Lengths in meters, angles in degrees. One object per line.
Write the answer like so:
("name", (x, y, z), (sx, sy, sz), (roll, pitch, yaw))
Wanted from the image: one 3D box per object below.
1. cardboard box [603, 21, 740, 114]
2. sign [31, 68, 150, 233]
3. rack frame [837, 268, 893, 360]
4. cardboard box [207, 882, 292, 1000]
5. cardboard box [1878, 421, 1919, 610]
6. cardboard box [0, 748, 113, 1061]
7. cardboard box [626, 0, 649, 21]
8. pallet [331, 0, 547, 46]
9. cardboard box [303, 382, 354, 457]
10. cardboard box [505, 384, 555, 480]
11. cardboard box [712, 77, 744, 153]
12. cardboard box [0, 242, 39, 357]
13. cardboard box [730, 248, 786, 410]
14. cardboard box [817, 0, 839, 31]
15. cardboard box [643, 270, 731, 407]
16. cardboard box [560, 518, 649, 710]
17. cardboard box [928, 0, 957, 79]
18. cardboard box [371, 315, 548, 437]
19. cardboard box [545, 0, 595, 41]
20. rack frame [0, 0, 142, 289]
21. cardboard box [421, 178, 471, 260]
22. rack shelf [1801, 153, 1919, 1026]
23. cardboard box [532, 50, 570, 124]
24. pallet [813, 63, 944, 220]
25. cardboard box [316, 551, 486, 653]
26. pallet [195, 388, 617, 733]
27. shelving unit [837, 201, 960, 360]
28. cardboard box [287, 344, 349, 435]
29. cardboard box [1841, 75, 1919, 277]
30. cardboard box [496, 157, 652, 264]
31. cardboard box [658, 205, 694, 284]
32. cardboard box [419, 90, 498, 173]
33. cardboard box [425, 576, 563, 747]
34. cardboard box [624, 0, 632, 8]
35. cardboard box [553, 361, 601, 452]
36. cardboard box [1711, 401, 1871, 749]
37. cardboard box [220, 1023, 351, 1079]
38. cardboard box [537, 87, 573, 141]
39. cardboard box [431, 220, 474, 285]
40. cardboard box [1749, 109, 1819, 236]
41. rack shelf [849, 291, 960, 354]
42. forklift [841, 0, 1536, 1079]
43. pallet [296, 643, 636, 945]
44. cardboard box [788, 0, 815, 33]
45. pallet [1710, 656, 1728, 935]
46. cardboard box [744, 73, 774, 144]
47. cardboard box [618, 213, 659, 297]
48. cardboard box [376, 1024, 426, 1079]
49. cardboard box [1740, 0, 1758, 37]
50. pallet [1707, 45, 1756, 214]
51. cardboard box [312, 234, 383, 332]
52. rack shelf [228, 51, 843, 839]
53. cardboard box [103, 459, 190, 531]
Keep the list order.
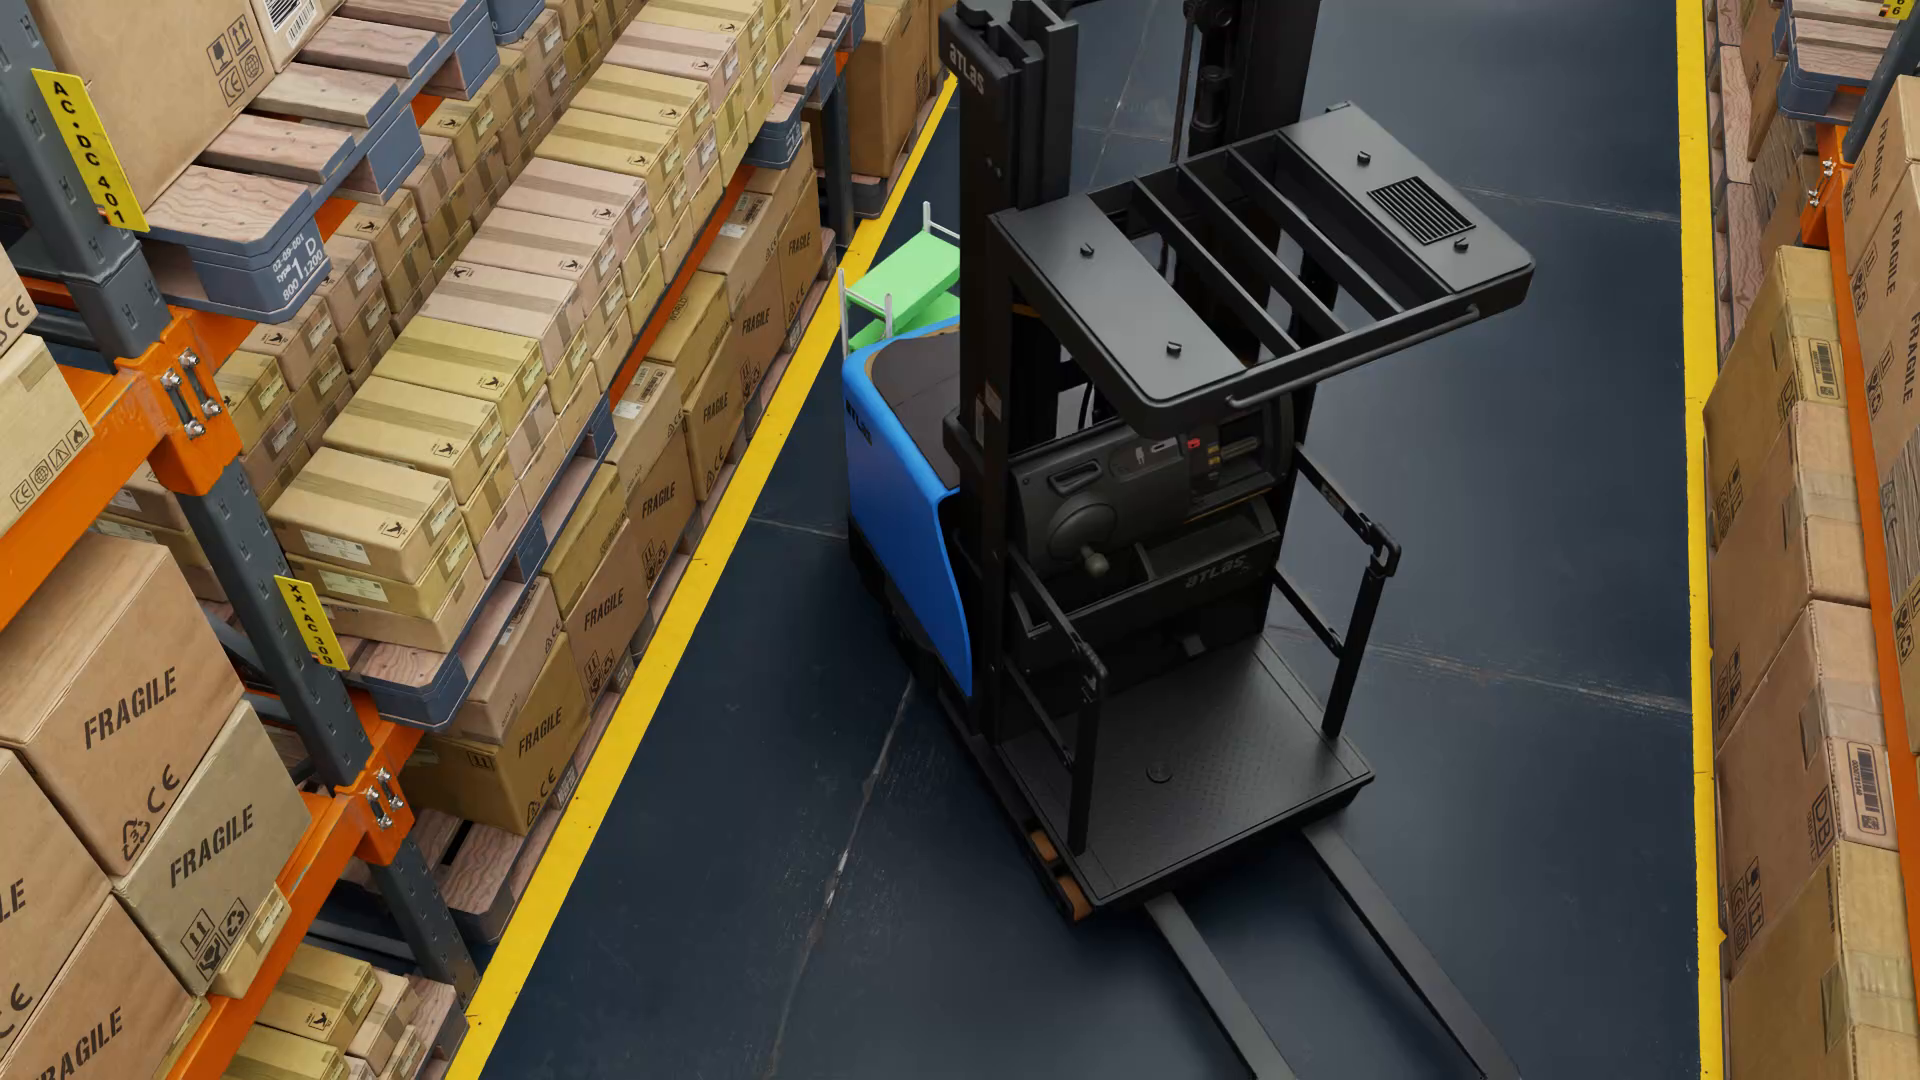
("cardboard box", (-0.959, -1.581, 5.554), (0.380, 0.149, 0.250), (12, 50, 10))
("sign", (-1.527, -0.679, 2.922), (0.100, 0.325, 0.005), (12, 50, 10))
("rack frame", (-0.338, -0.514, 6.322), (0.240, 1.200, 0.015), (30, 55, 24))
("cardboard box", (-1.864, 0.926, 4.018), (0.380, 0.149, 0.250), (10, 49, 9))
("cardboard box", (2.970, -0.088, 4.679), (0.500, 0.500, 0.500), (12, 50, 10))
("cardboard box", (-2.046, 0.689, 3.128), (0.500, 0.500, 0.500), (10, 49, 9))
("cardboard box", (-1.383, -2.089, 6.399), (0.380, 0.149, 0.250), (14, 50, 12))
("pallet", (-1.517, -1.724, 4.314), (1.213, 0.211, 1.003), (12, 50, 10))
("cardboard box", (-2.003, -0.367, 4.880), (0.380, 0.149, 0.250), (11, 50, 10))
("cardboard box", (-1.371, -0.340, 4.658), (0.380, 0.149, 0.250), (13, 50, 11))
("cardboard box", (-0.960, -1.473, 5.657), (0.380, 0.149, 0.250), (11, 50, 10))
("cardboard box", (-1.928, -0.342, 2.736), (0.500, 0.250, 0.500), (9, 49, 8))
("cardboard box", (-1.061, -0.920, 6.867), (0.500, 0.500, 0.500), (13, 50, 12))
("cardboard box", (-0.686, -2.119, 6.426), (0.380, 0.149, 0.250), (12, 50, 11))
("cardboard box", (-1.198, -0.792, 6.254), (0.500, 0.250, 0.500), (13, 50, 11))
("cardboard box", (-1.464, 0.206, 5.874), (0.500, 0.500, 0.500), (14, 50, 12))
("cardboard box", (-0.526, -2.961, 8.502), (1.050, 0.750, 0.750), (12, 50, 11))
("cardboard box", (-1.367, -0.452, 4.558), (0.380, 0.149, 0.250), (12, 50, 10))
("cardboard box", (-1.515, -1.904, 5.840), (0.380, 0.149, 0.250), (10, 49, 8))
("rack frame", (-2.052, -1.603, 2.081), (1.000, 3.000, 0.127), (12, 50, 10))
("cardboard box", (-1.795, -1.053, 5.286), (0.380, 0.149, 0.250), (12, 50, 10))
("rack shelf", (3.233, 0.226, 4.949), (1.077, 0.370, 4.000), (12, 50, 10))
("cardboard box", (-1.589, -1.602, 5.771), (0.380, 0.149, 0.250), (12, 50, 10))
("pallet", (-0.719, -2.143, 8.420), (1.003, 0.211, 1.213), (12, 50, 10))
("cardboard box", (-1.505, 0.133, 4.439), (0.380, 0.149, 0.250), (9, 49, 8))
("pallet", (-1.711, -0.078, 4.865), (1.003, 0.211, 1.213), (12, 50, 10))
("shelving unit", (-0.188, -0.658, 6.449), (0.258, 1.200, 0.503), (30, 55, 24))
("cardboard box", (-2.002, -0.468, 4.770), (0.380, 0.149, 0.250), (14, 50, 12))
("cardboard box", (3.369, -1.194, 5.655), (0.500, 0.500, 0.500), (13, 50, 11))
("cardboard box", (-1.165, -1.000, 5.041), (0.380, 0.149, 0.250), (13, 50, 11))
("cardboard box", (-1.097, -0.995, 5.433), (0.380, 0.149, 0.250), (10, 49, 8))
("cardboard box", (-1.722, -1.337, 5.339), (0.380, 0.149, 0.250), (11, 49, 10))
("cardboard box", (-1.603, 0.340, 5.255), (0.500, 0.250, 0.500), (10, 49, 8))
("cardboard box", (-1.390, -2.158, 6.262), (0.380, 0.149, 0.250), (14, 50, 12))
("cardboard box", (-1.301, -0.431, 4.936), (0.380, 0.149, 0.250), (12, 50, 10))
("cardboard box", (3.315, 0.244, 5.590), (1.225, 0.875, 0.875), (12, 50, 10))
("cardboard box", (-1.924, 1.492, 4.576), (0.380, 0.149, 0.250), (12, 50, 11))
("cardboard box", (-1.591, -1.505, 5.884), (0.380, 0.149, 0.250), (13, 50, 11))
("cardboard box", (-1.799, -0.942, 5.387), (0.380, 0.149, 0.250), (14, 50, 12))
("cardboard box", (4.050, -1.670, 7.515), (0.700, 0.500, 0.500), (8, 49, 7))
("rack shelf", (-0.188, -0.775, 6.317), (0.258, 0.148, 0.480), (30, 55, 24))
("forklift", (0.688, -0.091, 4.794), (1.130, 2.935, 3.031), (-21, 52, -18))
("pallet", (-1.849, 0.742, 5.873), (1.003, 0.211, 1.213), (12, 50, 10))
("cardboard box", (-0.759, -2.024, 6.144), (0.380, 0.149, 0.250), (13, 50, 11))
("pallet", (3.156, 0.899, 5.735), (1.003, 0.211, 1.213), (12, 50, 10))
("cardboard box", (-0.889, -1.574, 5.945), (0.380, 0.149, 0.250), (11, 49, 10))
("cardboard box", (-1.164, -0.916, 5.166), (0.380, 0.149, 0.250), (11, 49, 9))
("cardboard box", (-1.827, 1.538, 4.932), (0.380, 0.149, 0.250), (12, 50, 11))
("cardboard box", (4.486, -2.889, 8.592), (0.700, 0.500, 0.500), (11, 50, 10))
("pallet", (4.289, -1.981, 8.276), (1.003, 0.211, 1.213), (12, 50, 10))
("cardboard box", (-1.926, -0.770, 4.838), (0.380, 0.149, 0.250), (11, 50, 10))
("rack shelf", (-1.526, -0.826, 5.877), (1.077, 0.370, 4.000), (12, 50, 10))
("cardboard box", (-2.135, -0.199, 4.334), (0.380, 0.149, 0.250), (14, 50, 12))
